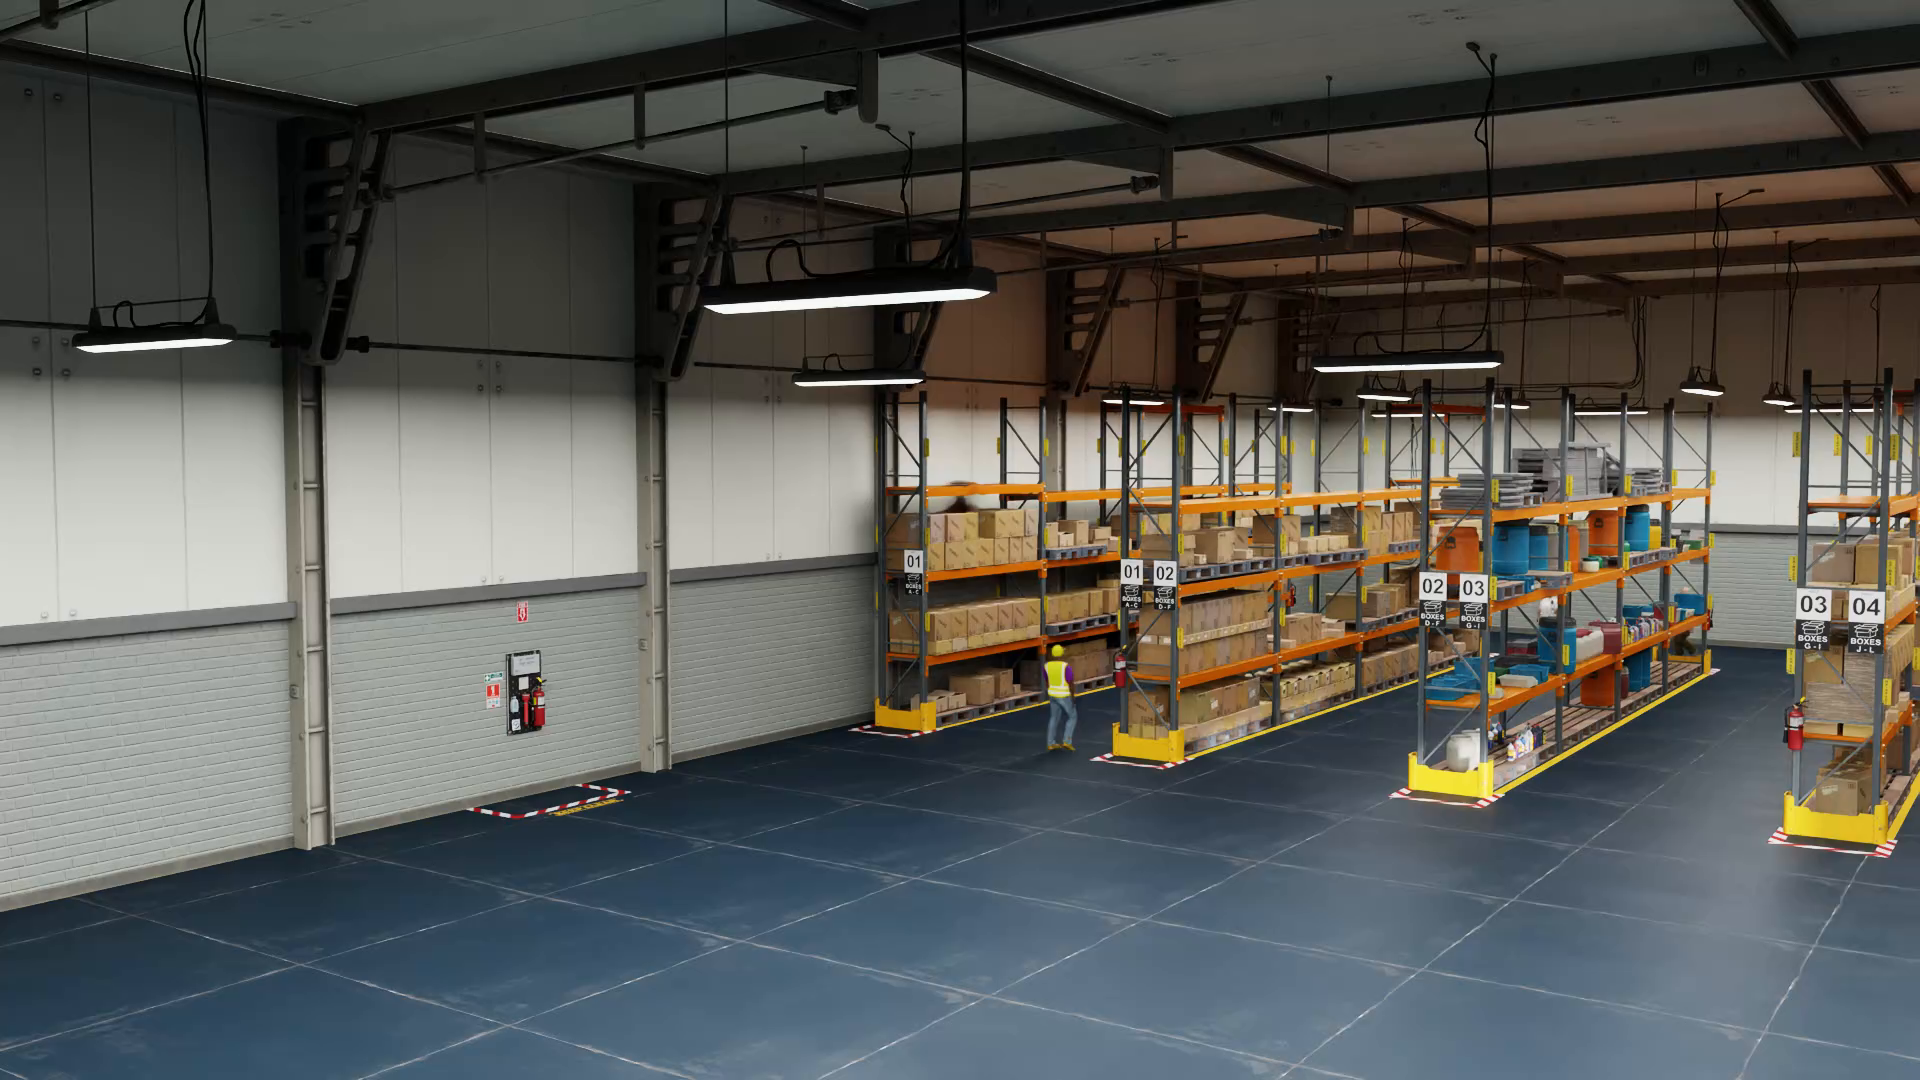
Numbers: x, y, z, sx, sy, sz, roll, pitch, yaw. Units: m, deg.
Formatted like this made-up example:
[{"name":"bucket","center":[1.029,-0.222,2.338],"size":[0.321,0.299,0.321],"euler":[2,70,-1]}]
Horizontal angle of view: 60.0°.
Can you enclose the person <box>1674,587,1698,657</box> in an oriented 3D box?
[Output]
[{"name":"person","center":[16.753,1.965,38.472],"size":[0.594,1.767,0.623],"euler":[-1,3,-14]}]

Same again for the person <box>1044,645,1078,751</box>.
[{"name":"person","center":[1.667,2.618,27.470],"size":[0.509,1.811,0.640],"euler":[-2,4,-31]}]

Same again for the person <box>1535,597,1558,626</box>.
[{"name":"person","center":[14.126,1.958,39.981],"size":[0.527,1.674,0.638],"euler":[1,3,13]}]
